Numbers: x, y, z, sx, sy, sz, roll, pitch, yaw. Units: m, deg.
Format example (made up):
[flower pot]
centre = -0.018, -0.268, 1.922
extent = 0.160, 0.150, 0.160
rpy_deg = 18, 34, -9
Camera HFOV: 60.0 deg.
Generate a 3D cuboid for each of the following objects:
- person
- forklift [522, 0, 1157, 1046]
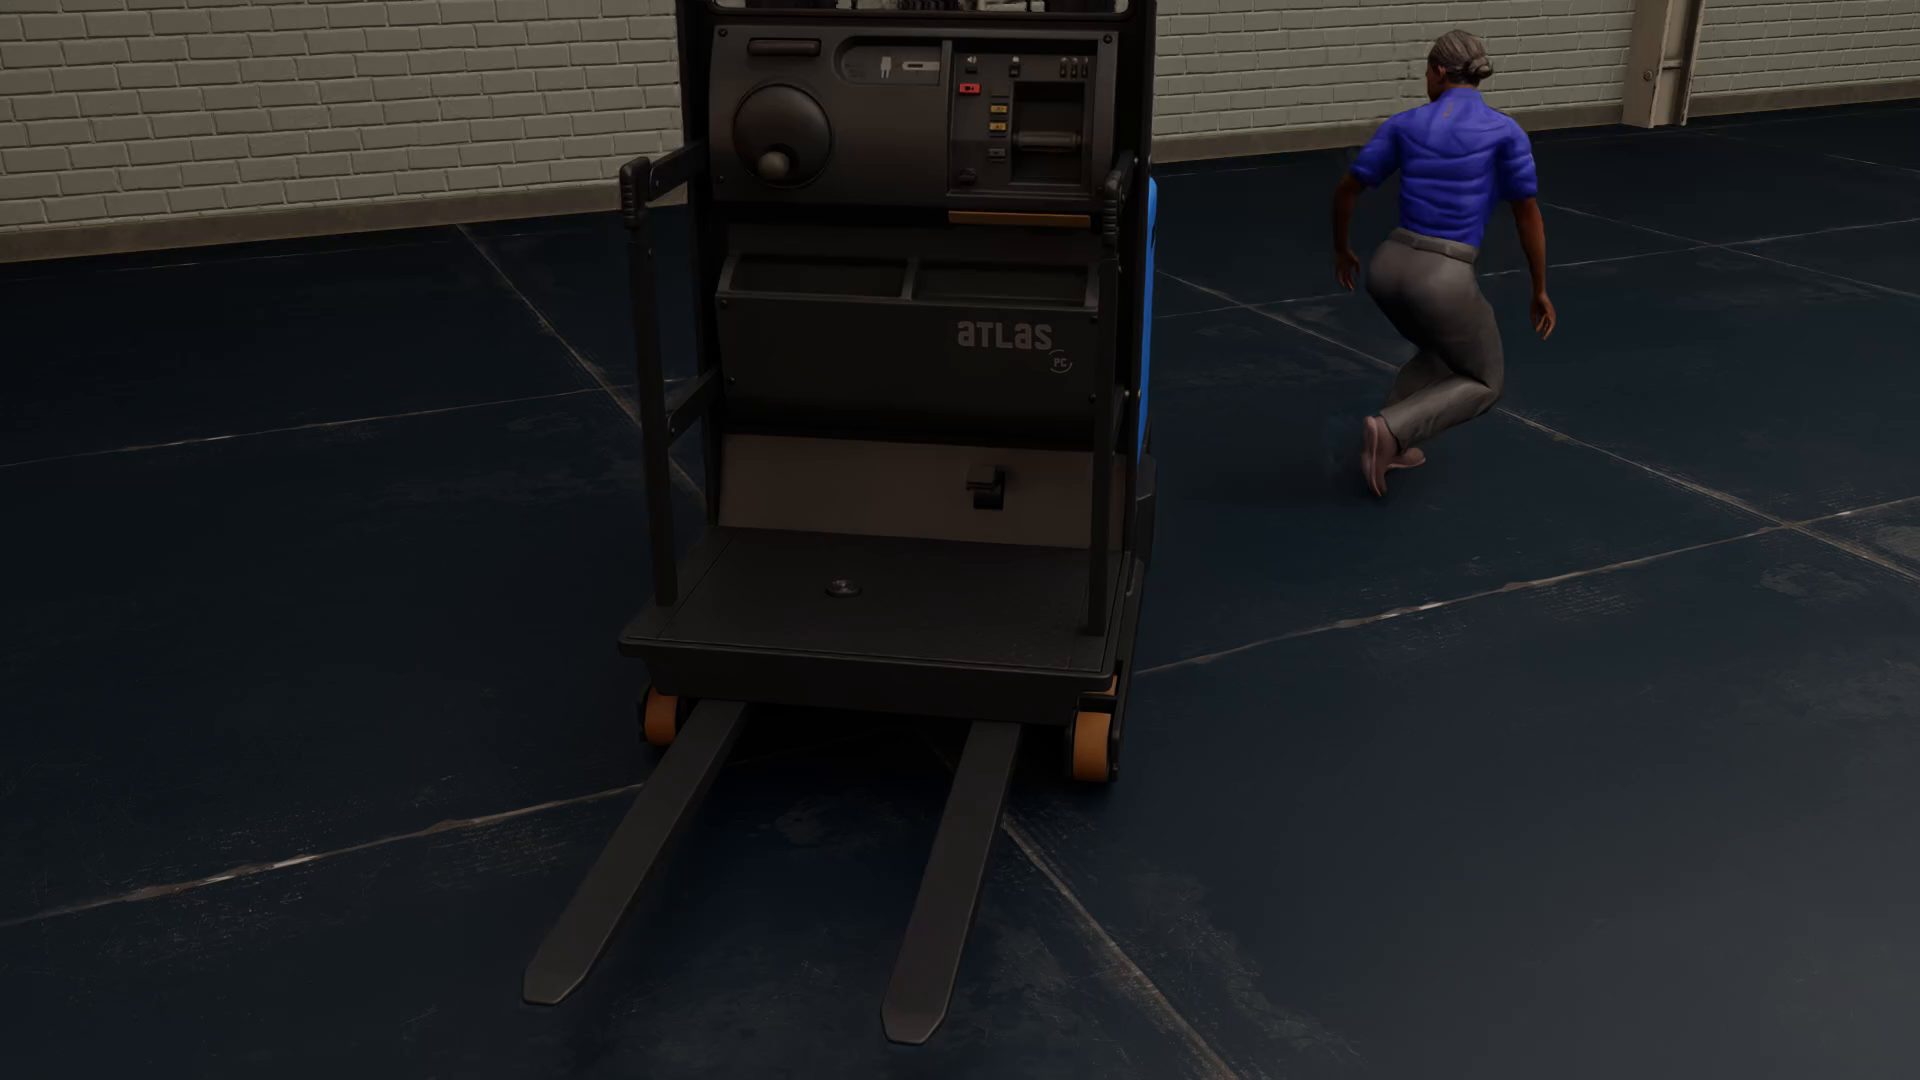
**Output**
[person]
centre = 1.498, -0.868, 5.348
extent = 0.620, 1.452, 0.746
rpy_deg = -18, 29, -37
[forklift]
centre = -0.144, -0.948, 3.569
extent = 1.130, 2.935, 3.031
rpy_deg = 4, 23, 9
